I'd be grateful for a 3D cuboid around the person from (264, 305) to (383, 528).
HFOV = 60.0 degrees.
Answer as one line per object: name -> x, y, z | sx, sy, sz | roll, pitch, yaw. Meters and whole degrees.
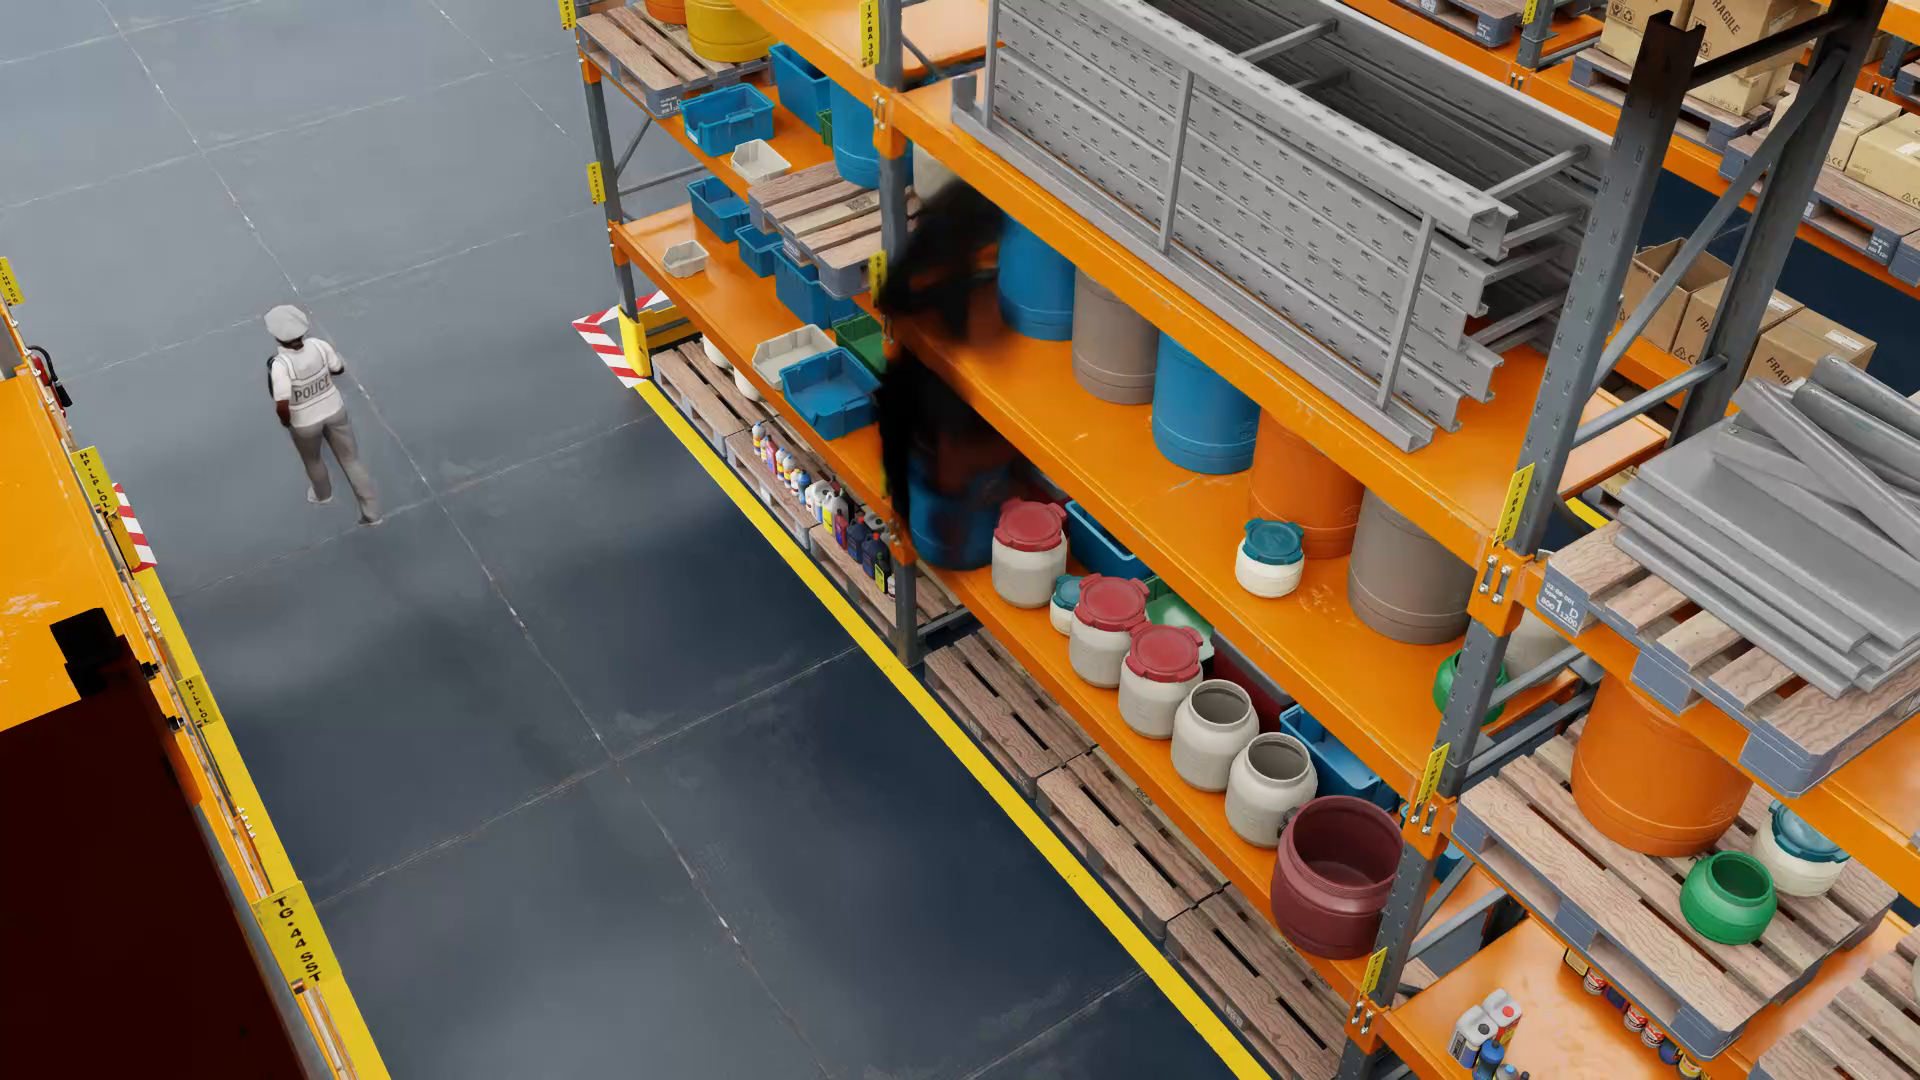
person -> -4.235, -0.801, 10.916 | 0.576, 1.720, 0.796 | -33, 52, -31
